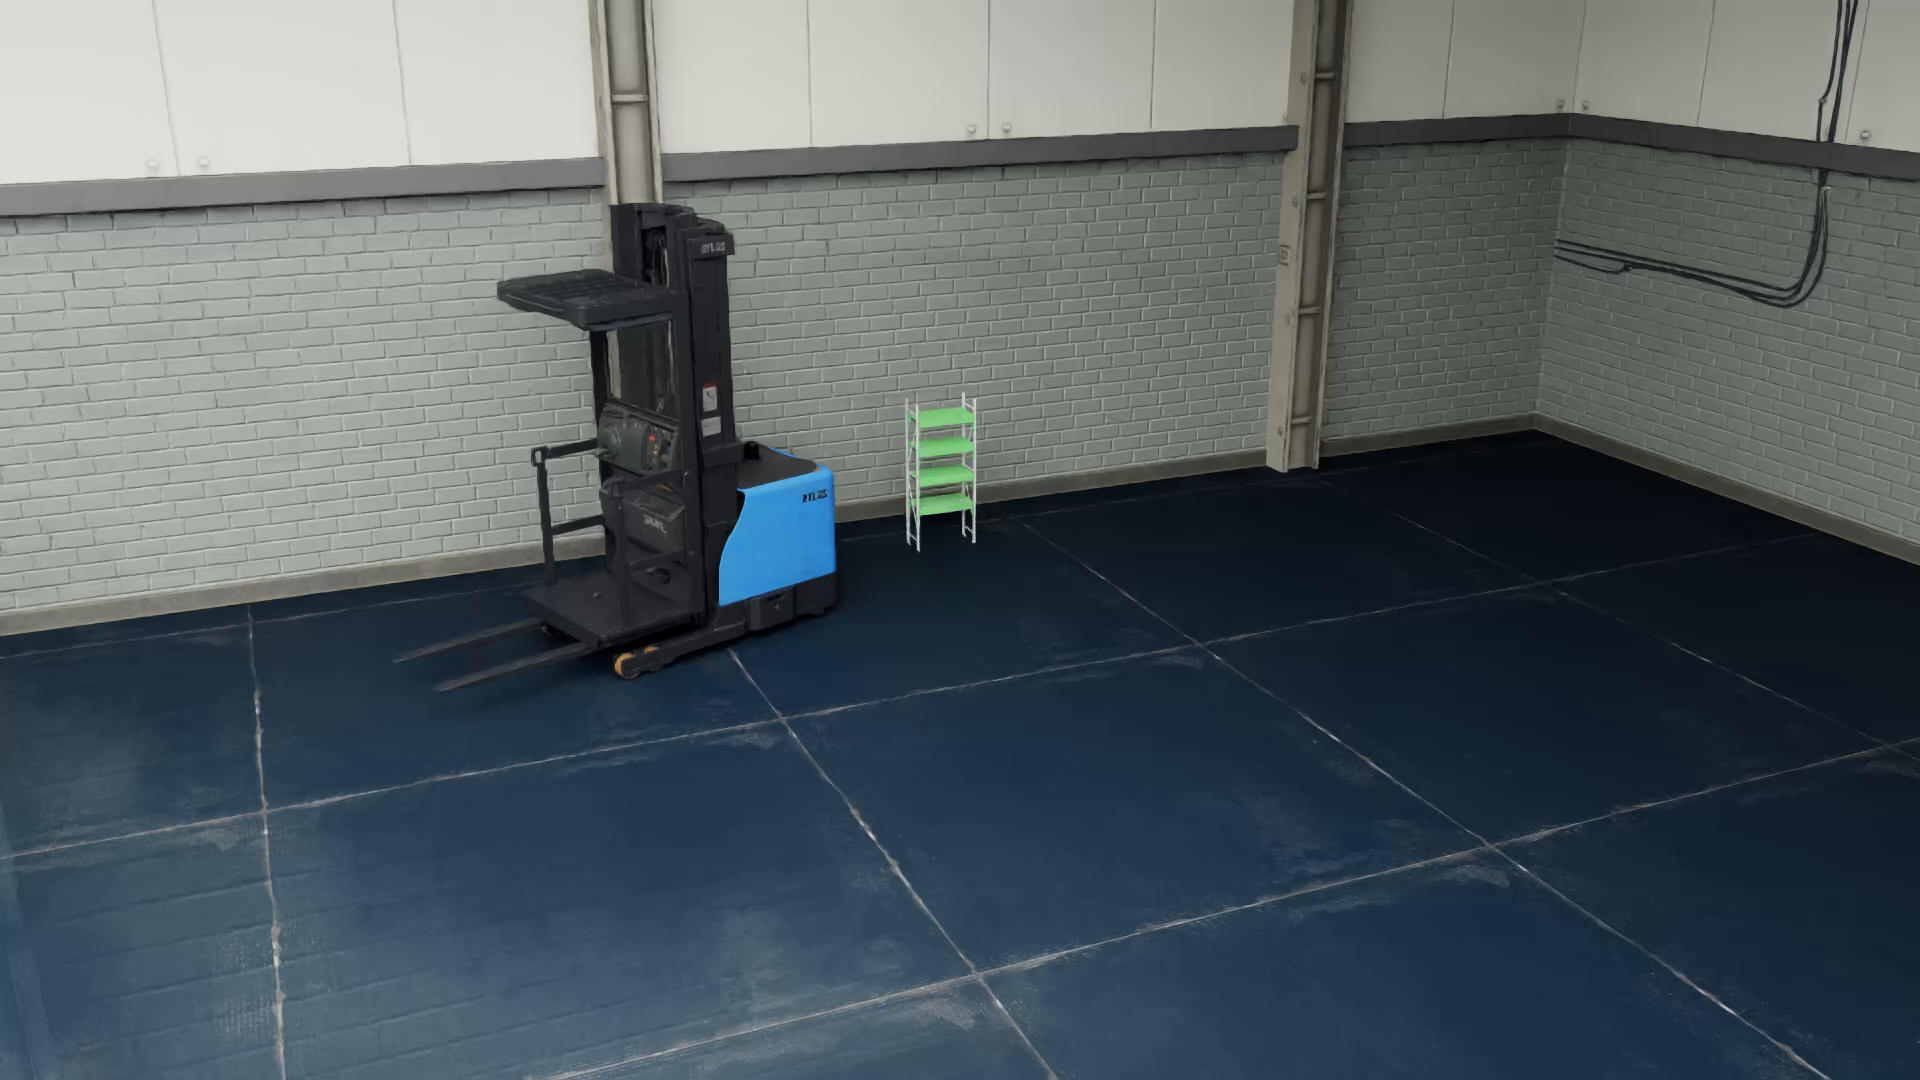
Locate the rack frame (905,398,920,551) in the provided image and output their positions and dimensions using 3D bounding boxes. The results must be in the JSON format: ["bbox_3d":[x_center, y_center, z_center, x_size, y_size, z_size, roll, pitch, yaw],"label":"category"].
[{"bbox_3d":[-0.376,-0.512,13.170,0.015,1.200,0.240,-8,21,-22],"label":"rack frame"}]

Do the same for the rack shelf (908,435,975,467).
[{"bbox_3d":[-0.152,-0.710,13.202,0.480,0.148,0.258,-8,21,-22],"label":"rack shelf"}]

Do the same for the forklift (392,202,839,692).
[{"bbox_3d":[-2.307,-0.663,10.993,3.031,2.935,1.130,-17,25,-39],"label":"forklift"}]

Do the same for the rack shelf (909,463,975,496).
[{"bbox_3d":[-0.152,-0.484,13.282,0.480,0.148,0.258,-8,21,-22],"label":"rack shelf"}]

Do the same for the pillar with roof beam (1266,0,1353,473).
[{"bbox_3d":[4.790,-3.619,10.252,0.400,9.000,9.100,-8,21,-22],"label":"pillar with roof beam"}]

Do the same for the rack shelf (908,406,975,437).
[{"bbox_3d":[-0.152,-0.937,13.123,0.480,0.148,0.258,-8,21,-22],"label":"rack shelf"}]

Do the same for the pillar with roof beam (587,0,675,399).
[{"bbox_3d":[-0.719,-2.830,8.010,0.400,9.000,9.100,-8,21,-22],"label":"pillar with roof beam"}]

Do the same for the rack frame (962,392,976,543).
[{"bbox_3d":[0.072,-0.576,13.352,0.015,1.200,0.240,-8,21,-22],"label":"rack frame"}]

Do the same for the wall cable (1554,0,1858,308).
[{"bbox_3d":[6.314,-3.452,14.451,0.112,2.526,3.097,-8,21,-22],"label":"wall cable"}]

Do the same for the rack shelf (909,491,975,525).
[{"bbox_3d":[-0.152,-0.258,13.362,0.480,0.148,0.258,-8,21,-22],"label":"rack shelf"}]

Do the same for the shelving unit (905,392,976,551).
[{"bbox_3d":[-0.152,-0.544,13.261,0.503,1.200,0.258,-8,21,-22],"label":"shelving unit"}]
